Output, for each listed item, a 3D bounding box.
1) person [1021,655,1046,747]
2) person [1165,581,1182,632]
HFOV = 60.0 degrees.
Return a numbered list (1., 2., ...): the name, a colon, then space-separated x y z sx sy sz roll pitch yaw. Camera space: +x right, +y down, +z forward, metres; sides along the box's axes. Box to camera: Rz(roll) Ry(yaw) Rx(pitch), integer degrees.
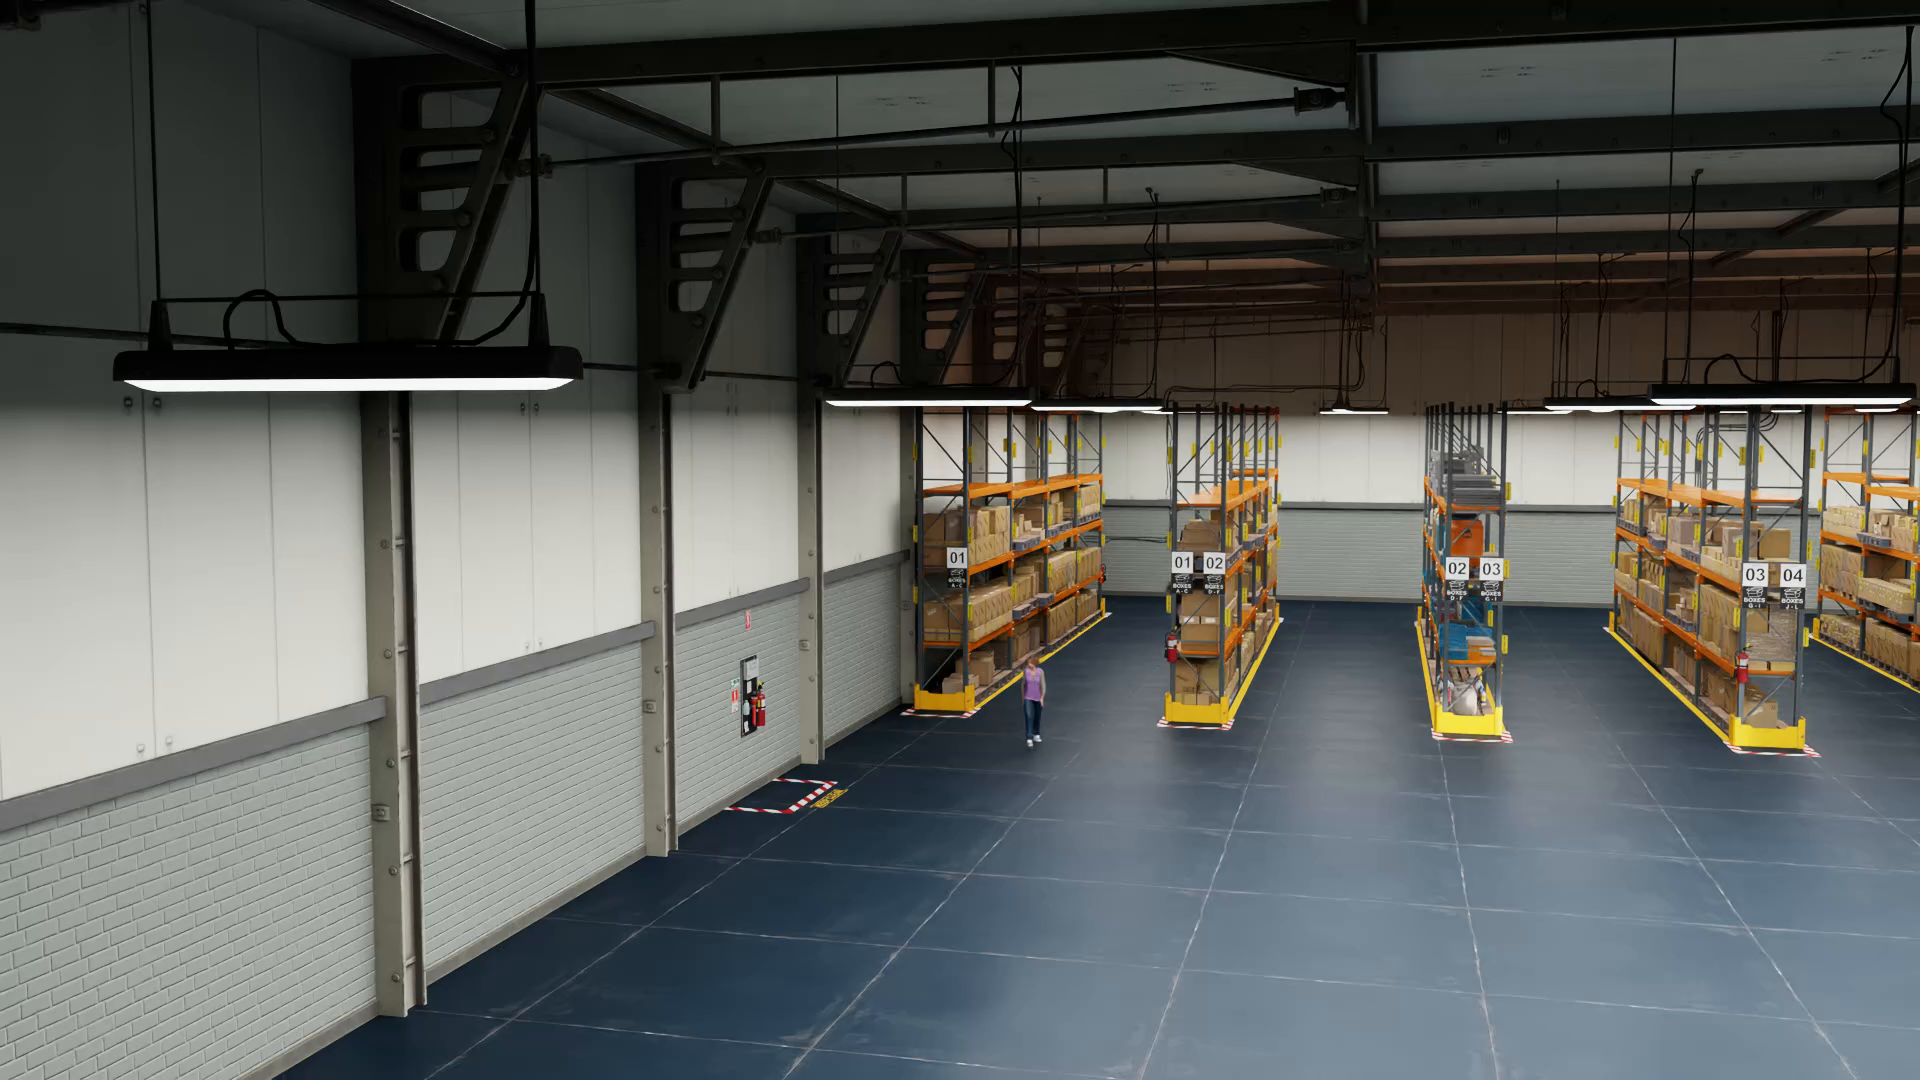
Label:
1. person: 1.281 2.786 28.929 0.434 1.562 0.892 0 4 4
2. person: 5.794 1.651 44.119 0.688 1.631 0.715 2 5 23
